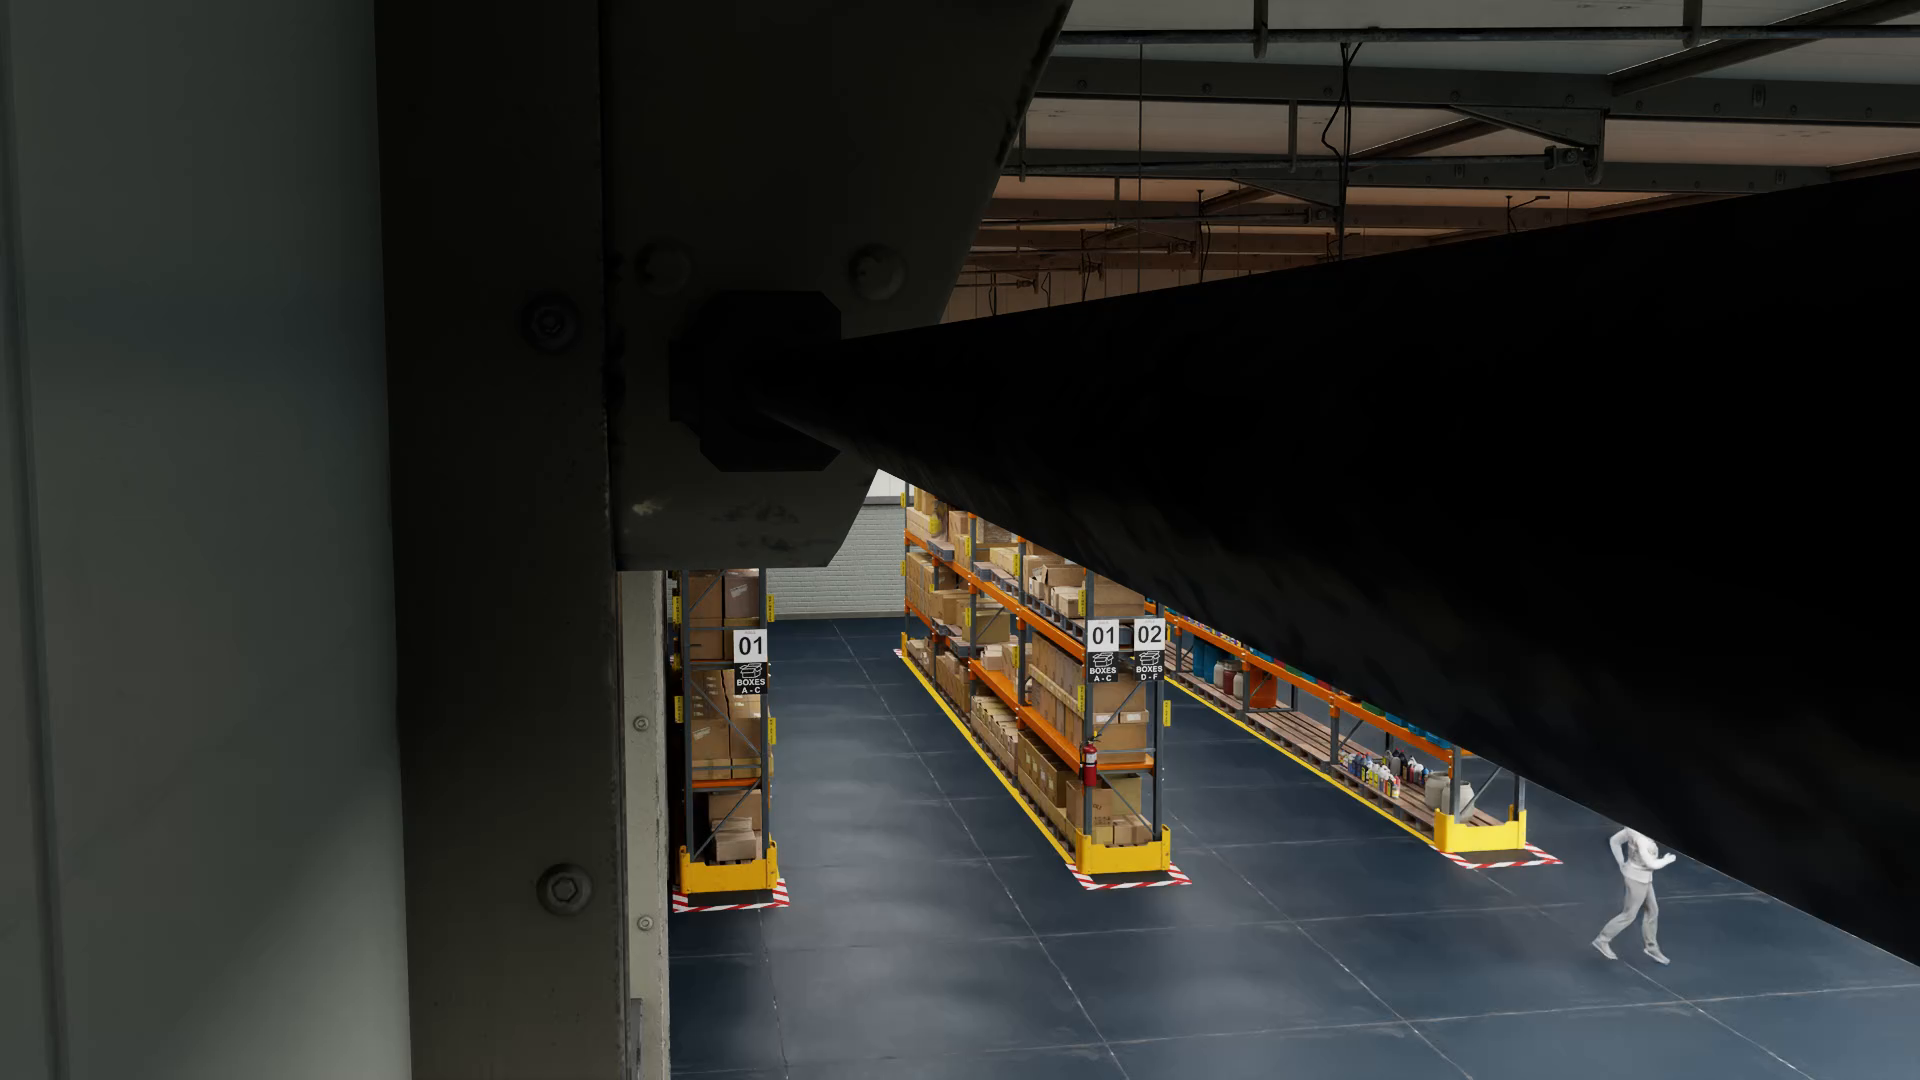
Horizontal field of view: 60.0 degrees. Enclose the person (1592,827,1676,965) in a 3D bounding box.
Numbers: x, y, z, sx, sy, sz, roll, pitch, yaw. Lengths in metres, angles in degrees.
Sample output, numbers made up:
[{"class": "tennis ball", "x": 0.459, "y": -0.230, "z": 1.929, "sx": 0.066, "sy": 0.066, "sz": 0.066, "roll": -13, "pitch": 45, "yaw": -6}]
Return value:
[{"class": "person", "x": 7.155, "y": 3.657, "z": 17.654, "sx": 0.806, "sy": 1.736, "sz": 0.612, "roll": 1, "pitch": 6, "yaw": 13}]
